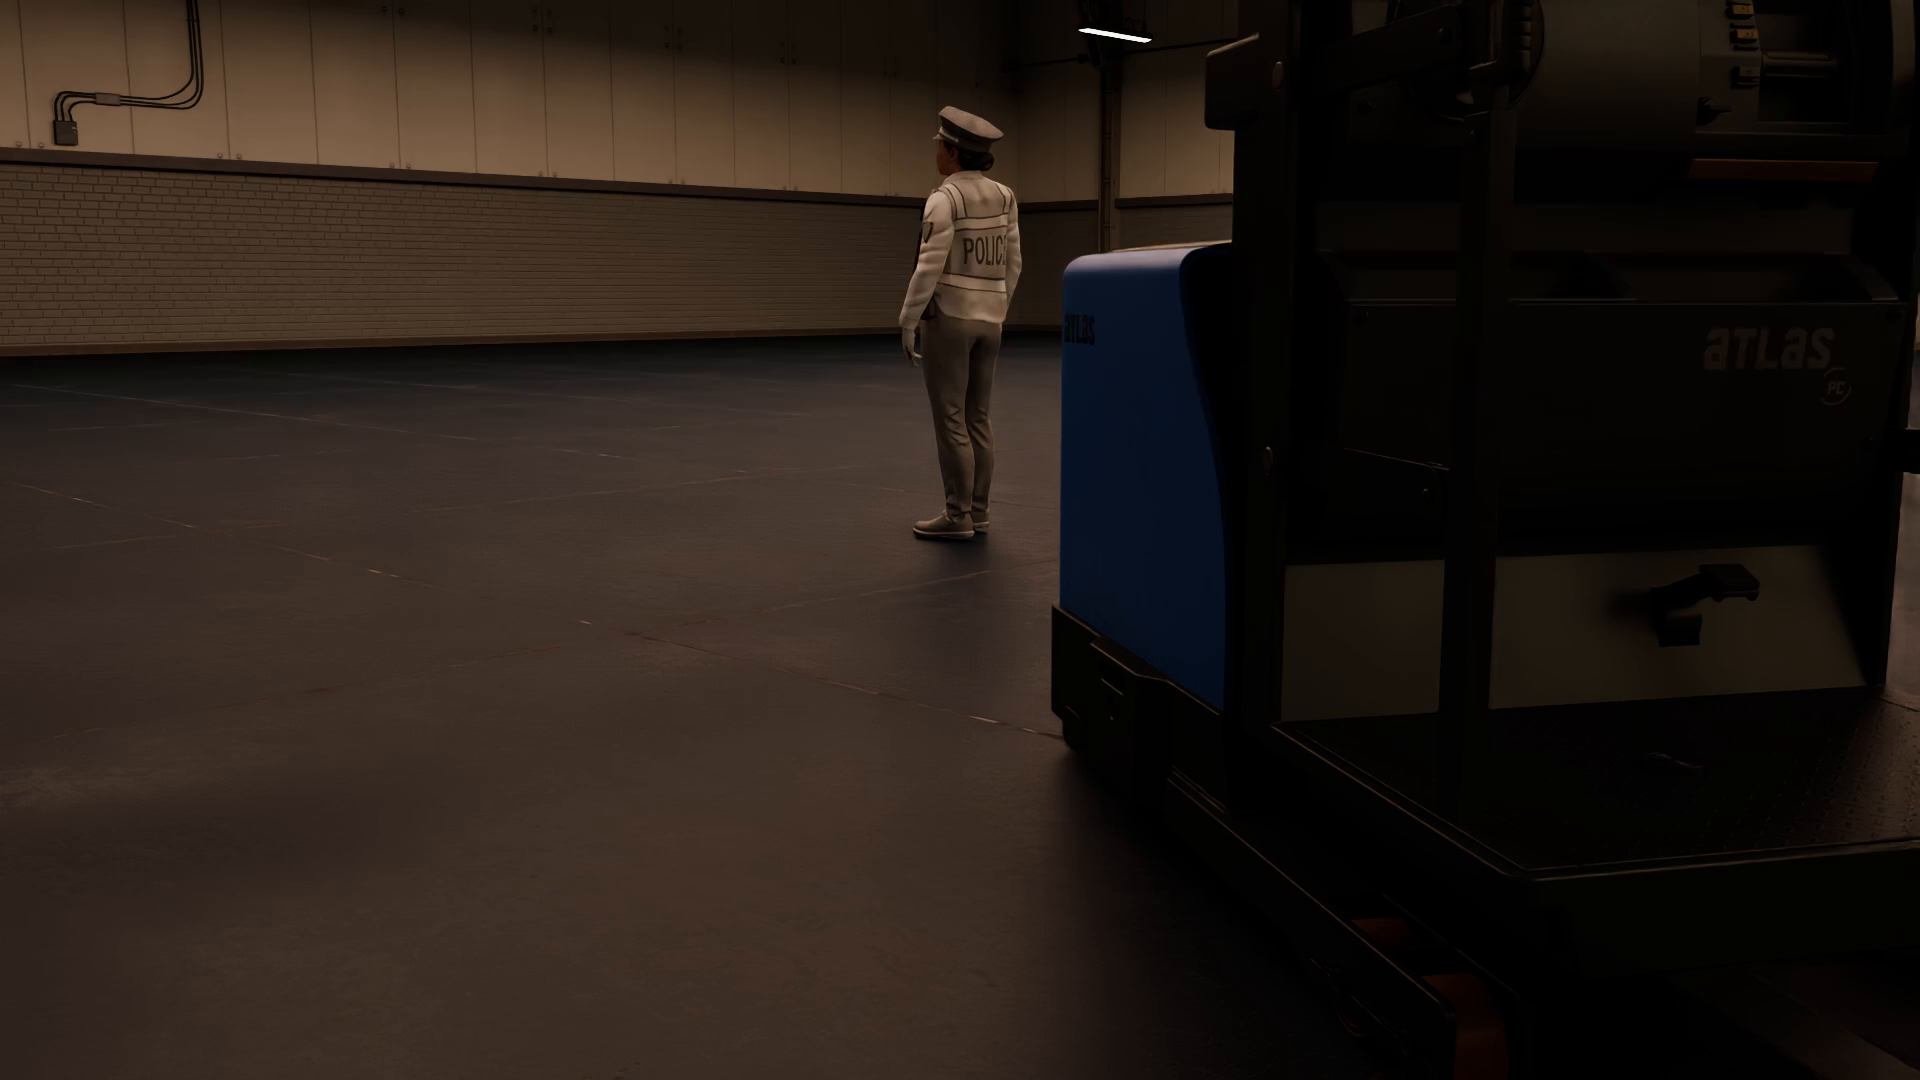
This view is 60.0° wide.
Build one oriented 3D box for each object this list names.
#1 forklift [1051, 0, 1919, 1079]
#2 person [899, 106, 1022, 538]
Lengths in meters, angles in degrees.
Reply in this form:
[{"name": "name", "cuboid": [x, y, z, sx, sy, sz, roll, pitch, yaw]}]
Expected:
[{"name": "forklift", "cuboid": [1.033, -0.808, 2.241, 1.130, 2.935, 3.031, -2, 9, -13]}, {"name": "person", "cuboid": [-0.044, -0.853, 6.641, 0.534, 1.696, 0.587, 8, 12, 43]}]
